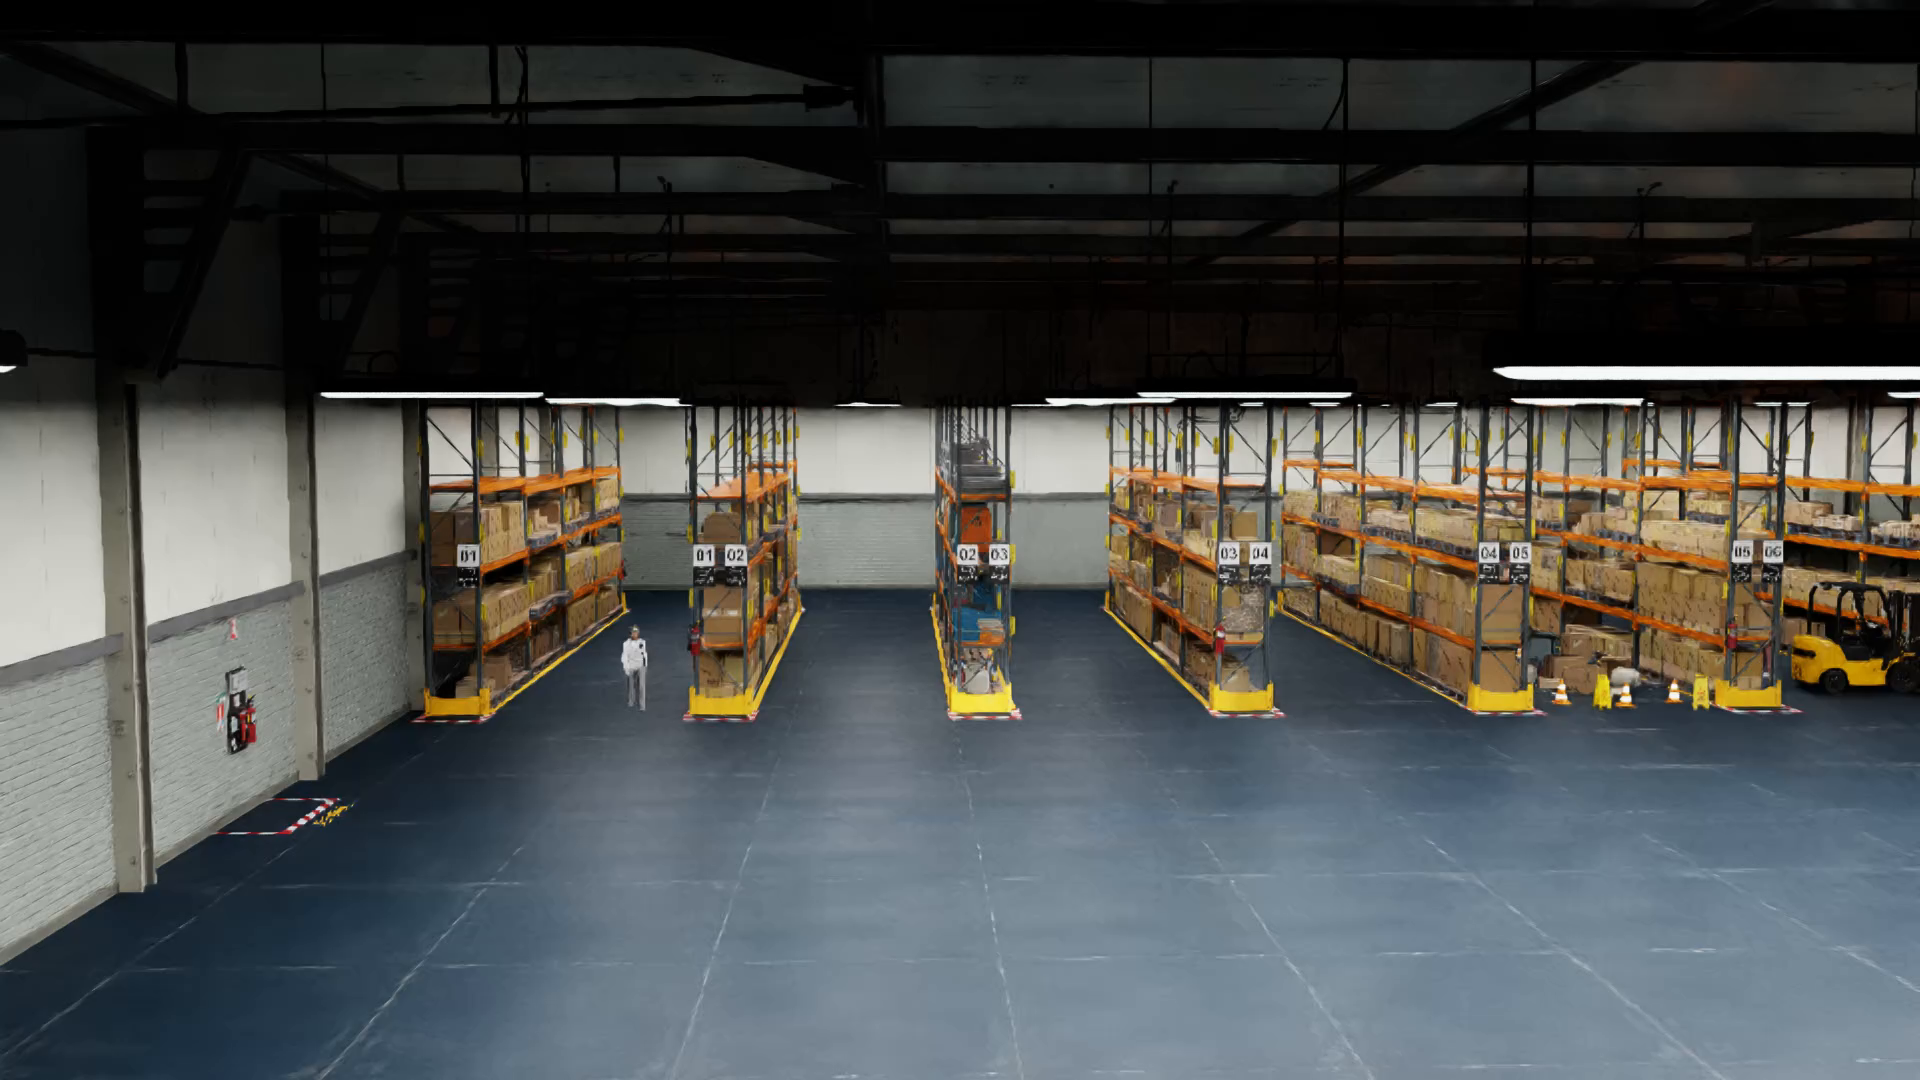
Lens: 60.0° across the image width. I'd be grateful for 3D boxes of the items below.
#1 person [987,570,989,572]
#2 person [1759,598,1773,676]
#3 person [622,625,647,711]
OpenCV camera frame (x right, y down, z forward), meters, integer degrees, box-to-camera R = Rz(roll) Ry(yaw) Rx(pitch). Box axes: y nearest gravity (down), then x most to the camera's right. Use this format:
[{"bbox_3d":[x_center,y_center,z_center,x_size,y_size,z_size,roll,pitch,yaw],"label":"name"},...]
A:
[{"bbox_3d":[0.873,1.305,44.749,0.419,1.772,0.689,-1,5,-8],"label":"person"},{"bbox_3d":[17.276,2.068,35.725,0.521,1.672,0.533,2,5,22],"label":"person"},{"bbox_3d":[-6.185,2.408,31.609,0.482,1.622,0.994,-1,5,-11],"label":"person"}]
